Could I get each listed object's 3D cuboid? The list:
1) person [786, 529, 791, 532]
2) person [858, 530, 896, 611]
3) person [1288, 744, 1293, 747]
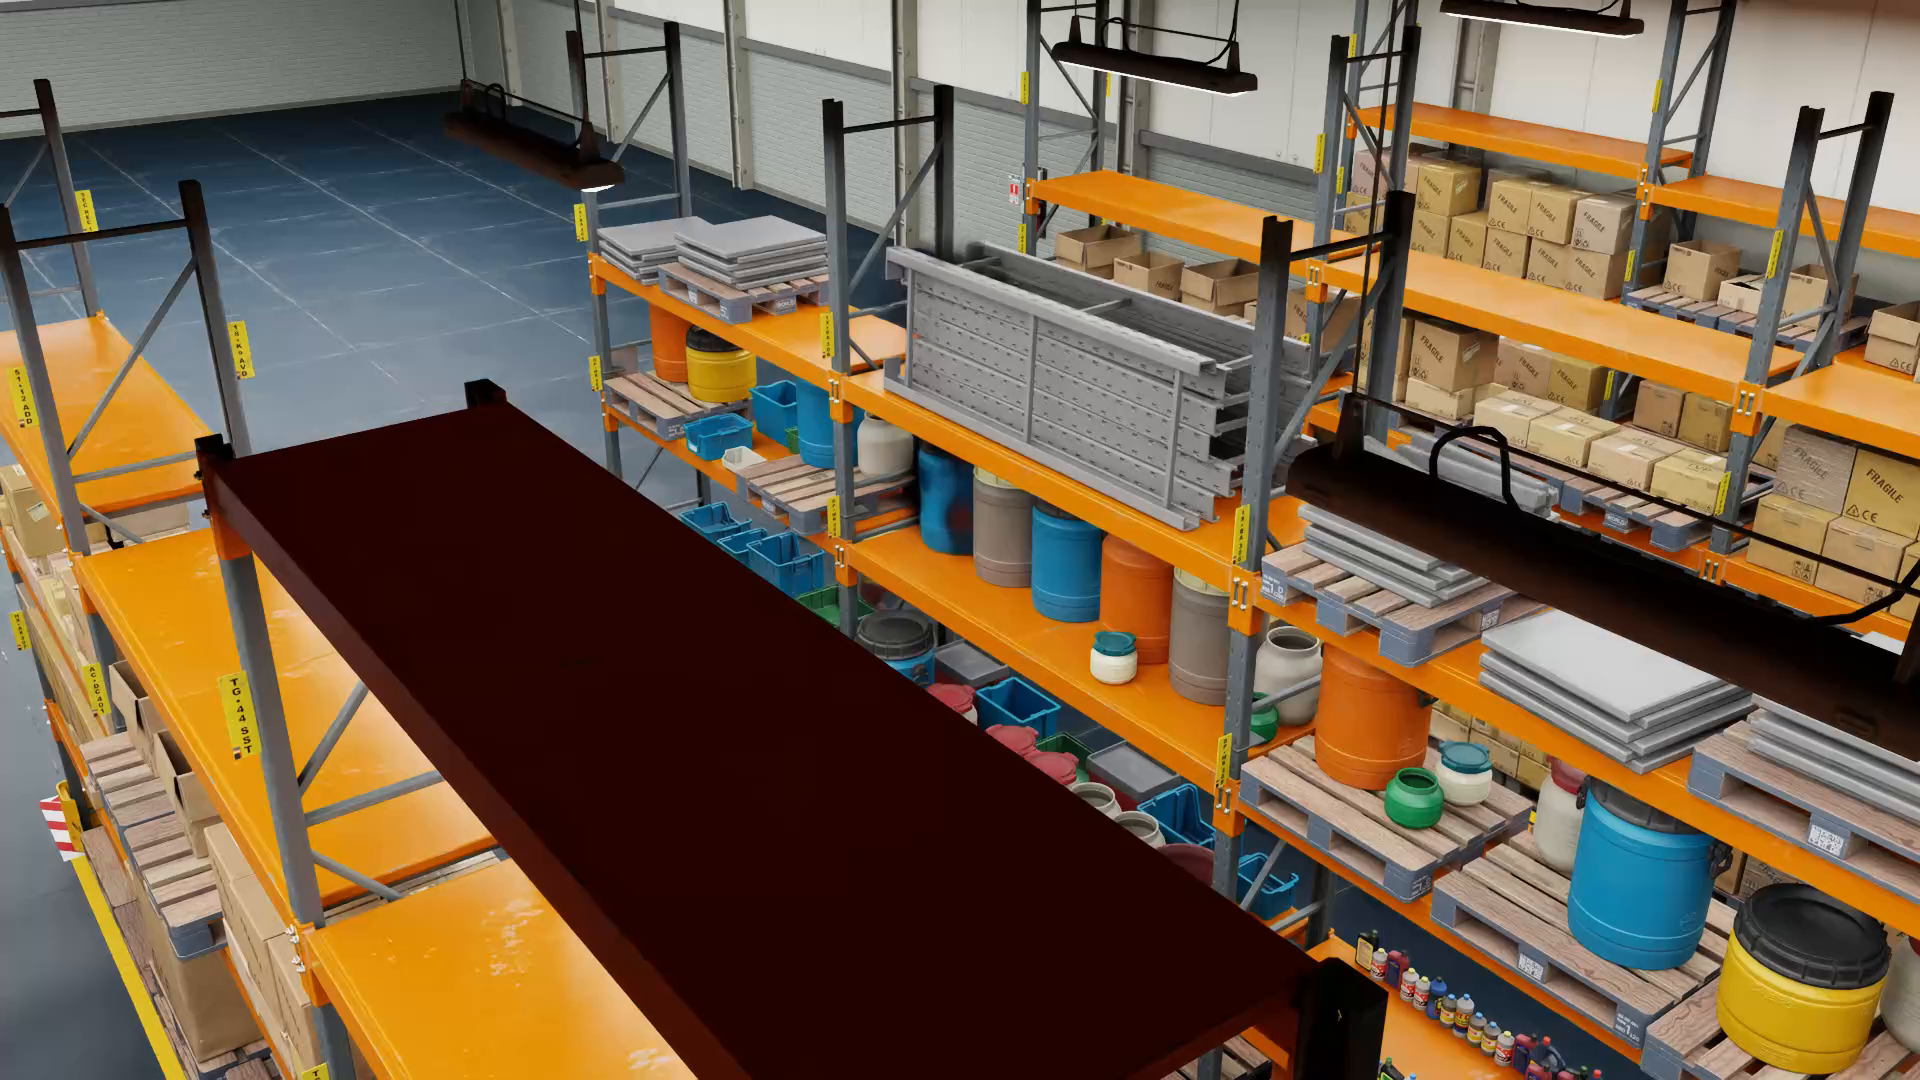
[{"bbox_3d":[-2.033,-0.754,18.752,0.633,1.554,0.518,-2,25,-5],"label":"person"},{"bbox_3d":[-0.742,0.395,16.237,0.533,1.609,0.581,19,31,35],"label":"person"},{"bbox_3d":[2.542,1.571,13.519,0.615,1.776,0.867,-18,30,-34],"label":"person"}]
